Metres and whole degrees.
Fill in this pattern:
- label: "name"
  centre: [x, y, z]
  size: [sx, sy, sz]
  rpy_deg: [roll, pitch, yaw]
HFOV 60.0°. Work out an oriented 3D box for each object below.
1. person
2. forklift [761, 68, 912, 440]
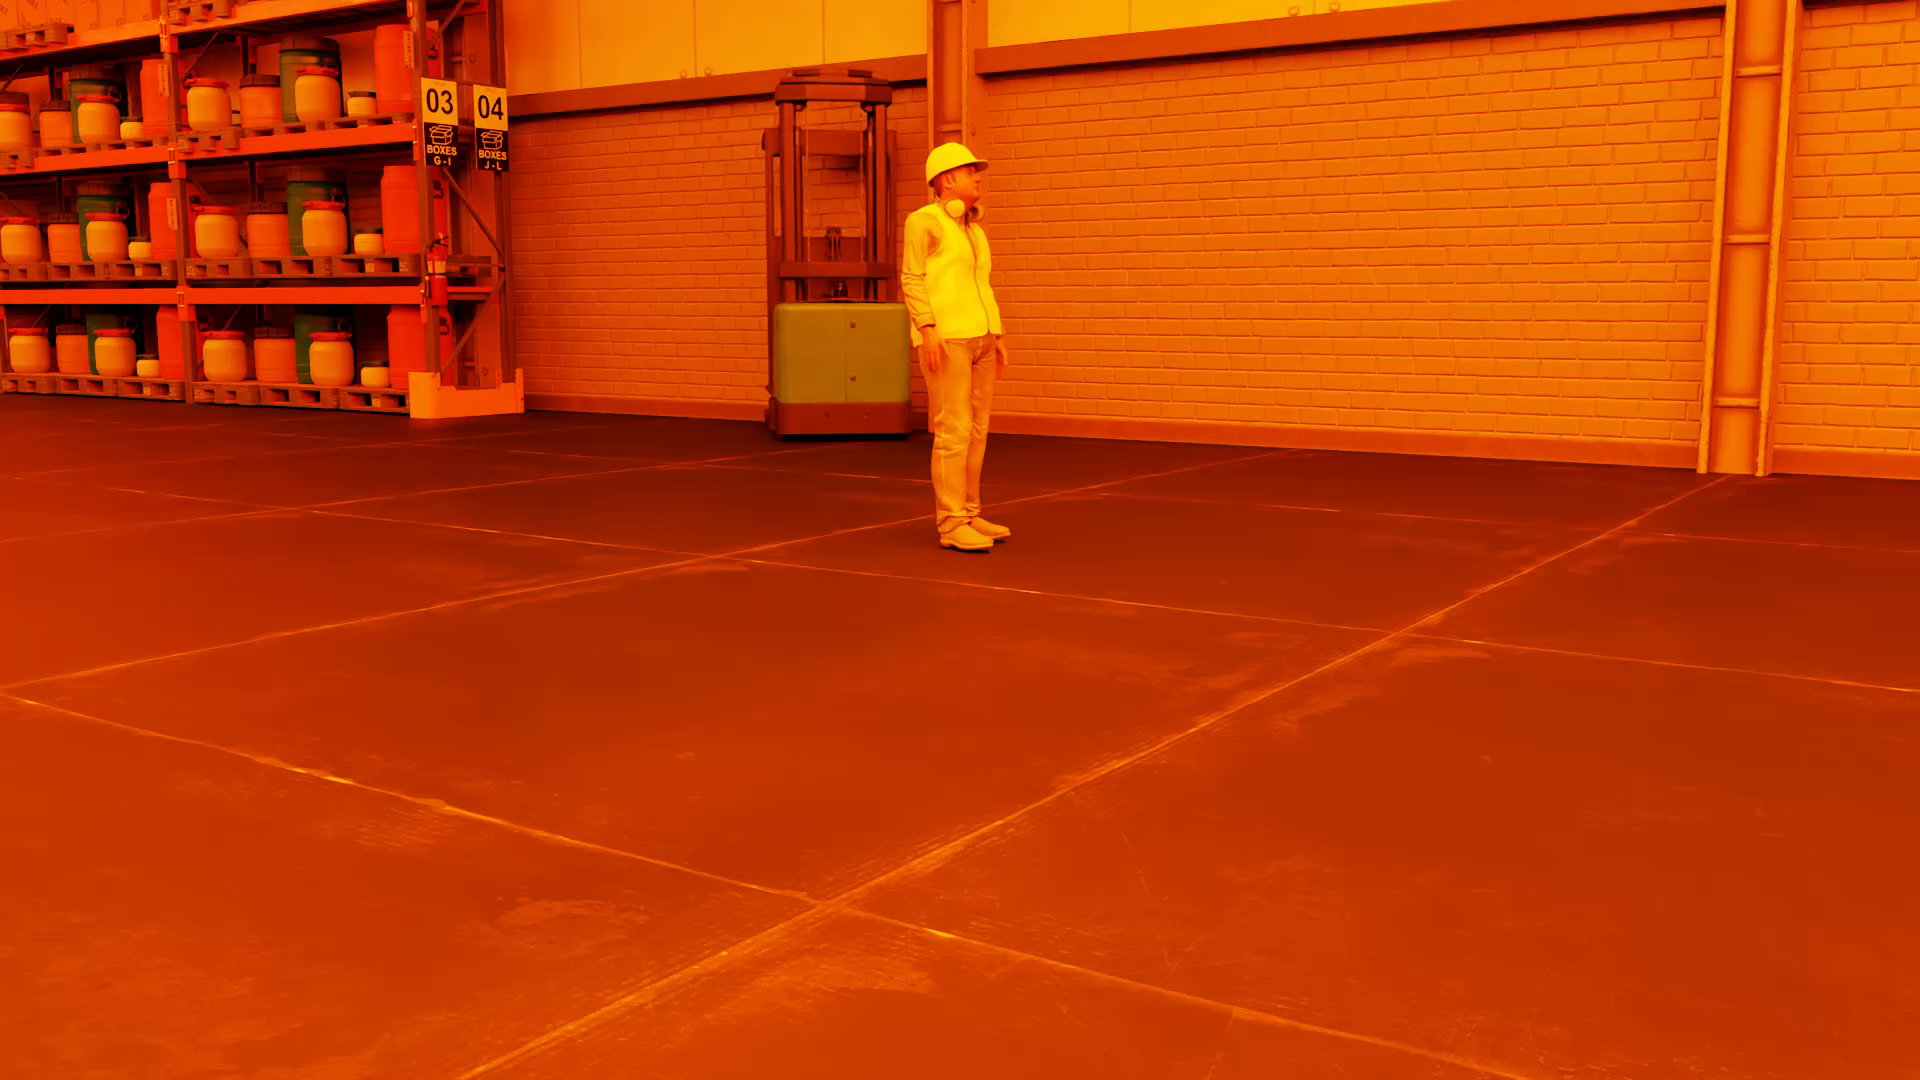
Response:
- label: "person"
  centre: [0.044, -0.879, 7.433]
  size: [0.568, 1.773, 0.624]
  rpy_deg: [5, 10, 34]
- label: "forklift"
  centre: [-1.110, -2.411, 14.148]
  size: [1.130, 2.935, 3.031]
  rpy_deg: [-1, 8, -9]
